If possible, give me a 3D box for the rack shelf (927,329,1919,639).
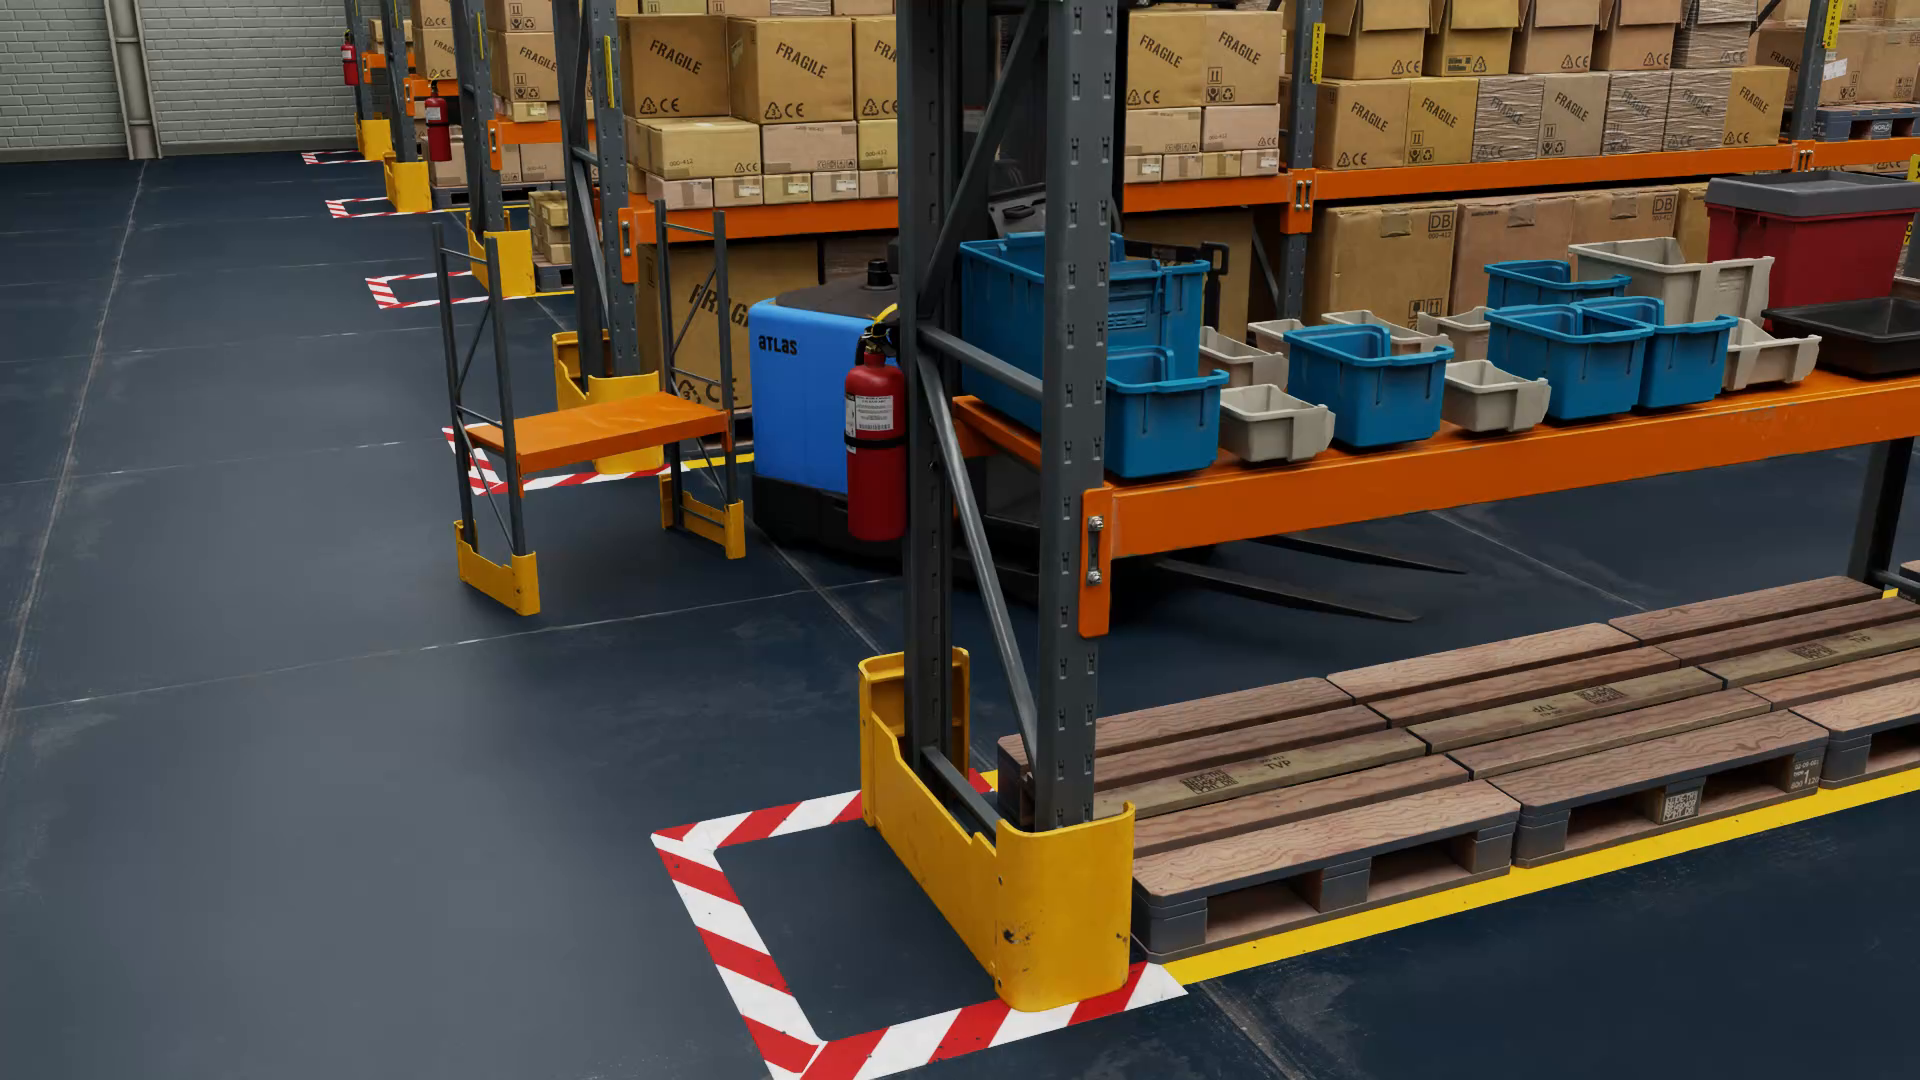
[{"bbox_3d":[1.920,-0.357,5.101,4.000,0.370,1.077,-8,21,-22],"label":"rack shelf"}]

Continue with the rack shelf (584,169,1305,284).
[{"bbox_3d":[-0.042,-1.867,9.391,4.000,0.370,1.077,-8,21,-22],"label":"rack shelf"}]

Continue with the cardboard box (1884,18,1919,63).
[{"bbox_3d":[10.122,-5.503,18.409,0.550,0.550,0.875,-8,21,-22],"label":"cardboard box"}]

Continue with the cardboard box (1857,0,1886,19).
[{"bbox_3d":[9.549,-5.984,18.150,0.550,0.550,0.875,-8,21,-22],"label":"cardboard box"}]

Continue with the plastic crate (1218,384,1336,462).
[{"bbox_3d":[0.768,-0.286,4.124,0.298,0.136,0.250,-8,21,-22],"label":"plastic crate"}]

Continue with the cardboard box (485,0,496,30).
[{"bbox_3d":[-3.429,-4.264,13.012,0.500,0.500,0.500,-9,21,-23],"label":"cardboard box"}]

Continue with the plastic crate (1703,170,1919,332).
[{"bbox_3d":[2.837,-0.977,5.592,0.583,0.464,0.402,-8,21,-22],"label":"plastic crate"}]

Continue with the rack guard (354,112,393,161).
[{"bbox_3d":[-7.703,-5.309,21.849,0.348,0.500,1.175,-8,21,-22],"label":"rack guard"}]

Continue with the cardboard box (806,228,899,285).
[{"bbox_3d":[-0.487,-1.367,9.456,0.875,0.875,0.875,-8,21,-22],"label":"cardboard box"}]

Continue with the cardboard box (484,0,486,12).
[{"bbox_3d":[-4.778,-5.530,17.056,0.500,0.500,0.500,-9,21,-23],"label":"cardboard box"}]

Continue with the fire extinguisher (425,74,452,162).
[{"bbox_3d":[-4.164,-3.364,13.238,0.183,0.674,0.296,-8,21,-22],"label":"fire extinguisher"}]

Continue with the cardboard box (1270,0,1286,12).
[{"bbox_3d":[3.951,-6.667,20.710,0.500,0.500,0.500,-7,21,-20],"label":"cardboard box"}]

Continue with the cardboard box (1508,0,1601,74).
[{"bbox_3d":[3.577,-3.250,10.574,0.637,0.503,0.797,-7,21,-20],"label":"cardboard box"}]

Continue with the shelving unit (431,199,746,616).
[{"bbox_3d":[-1.533,-0.592,6.946,1.083,1.500,0.587,-16,25,-39],"label":"shelving unit"}]

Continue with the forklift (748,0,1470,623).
[{"bbox_3d":[0.568,-1.252,6.665,3.031,2.935,1.130,13,23,32],"label":"forklift"}]

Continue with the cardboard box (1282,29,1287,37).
[{"bbox_3d":[2.855,-4.611,14.950,0.250,0.149,0.380,-7,21,-20],"label":"cardboard box"}]

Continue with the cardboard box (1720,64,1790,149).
[{"bbox_3d":[5.112,-2.902,11.098,0.500,0.500,0.500,-7,21,-20],"label":"cardboard box"}]

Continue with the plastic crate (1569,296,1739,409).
[{"bbox_3d":[1.925,-0.527,4.664,0.300,0.233,0.416,-8,21,-22],"label":"plastic crate"}]

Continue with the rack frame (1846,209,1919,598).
[{"bbox_3d":[3.756,-0.959,5.729,0.127,3.000,1.000,-8,21,-22],"label":"rack frame"}]

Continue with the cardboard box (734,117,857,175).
[{"bbox_3d":[-0.856,-2.064,8.645,0.500,0.250,0.500,-8,21,-23],"label":"cardboard box"}]

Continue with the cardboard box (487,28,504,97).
[{"bbox_3d":[-3.439,-3.794,13.183,0.500,0.500,0.500,-8,21,-21],"label":"cardboard box"}]

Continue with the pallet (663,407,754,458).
[{"bbox_3d":[-1.175,-0.757,9.354,1.213,0.211,1.003,-8,21,-22],"label":"pallet"}]

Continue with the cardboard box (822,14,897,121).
[{"bbox_3d":[-0.398,-2.483,8.707,0.500,0.500,0.500,-9,21,-23],"label":"cardboard box"}]

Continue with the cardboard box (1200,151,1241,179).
[{"bbox_3d":[1.408,-2.177,9.566,0.250,0.149,0.380,-8,21,-21],"label":"cardboard box"}]

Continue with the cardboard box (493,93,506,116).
[{"bbox_3d":[-3.563,-3.480,13.266,0.250,0.149,0.380,-8,21,-22],"label":"cardboard box"}]

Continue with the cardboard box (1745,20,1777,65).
[{"bbox_3d":[8.098,-5.250,17.690,0.550,0.550,0.875,-8,21,-22],"label":"cardboard box"}]

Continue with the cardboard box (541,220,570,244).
[{"bbox_3d":[-3.167,-2.453,13.186,0.250,0.149,0.380,-7,21,-20],"label":"cardboard box"}]

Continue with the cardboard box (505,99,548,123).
[{"bbox_3d":[-3.323,-3.293,12.737,0.250,0.149,0.380,-8,21,-22],"label":"cardboard box"}]

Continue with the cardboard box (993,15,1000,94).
[{"bbox_3d":[0.322,-2.775,9.537,0.500,0.500,0.500,-9,21,-24],"label":"cardboard box"}]

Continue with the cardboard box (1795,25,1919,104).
[{"bbox_3d":[6.420,-3.428,11.959,0.500,0.500,0.700,-5,20,-14],"label":"cardboard box"}]

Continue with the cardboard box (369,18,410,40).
[{"bbox_3d":[-7.456,-6.689,21.782,0.500,0.250,0.500,-8,21,-20],"label":"cardboard box"}]

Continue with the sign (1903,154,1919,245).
[{"bbox_3d":[3.540,-1.258,6.160,0.005,0.325,0.100,-8,21,-22],"label":"sign"}]

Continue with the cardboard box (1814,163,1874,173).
[{"bbox_3d":[9.538,-4.544,18.478,0.875,0.875,0.875,-9,21,-23],"label":"cardboard box"}]

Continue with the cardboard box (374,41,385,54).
[{"bbox_3d":[-7.363,-6.320,21.332,0.250,0.149,0.380,-8,21,-22],"label":"cardboard box"}]

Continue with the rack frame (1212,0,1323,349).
[{"bbox_3d":[1.795,-2.469,10.019,0.127,3.000,1.000,-8,21,-22],"label":"rack frame"}]

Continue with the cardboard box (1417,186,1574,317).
[{"bbox_3d":[3.194,-1.873,10.893,0.875,0.875,1.225,-9,21,-24],"label":"cardboard box"}]

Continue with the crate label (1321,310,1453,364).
[{"bbox_3d":[1.279,-0.577,4.951,0.243,0.136,0.396,-8,21,-22],"label":"crate label"}]

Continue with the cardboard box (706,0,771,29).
[{"bbox_3d":[-1.819,-4.304,13.126,0.500,0.500,0.500,-9,21,-24],"label":"cardboard box"}]

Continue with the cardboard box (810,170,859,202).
[{"bbox_3d":[-0.713,-1.873,8.705,0.250,0.149,0.380,-8,21,-23],"label":"cardboard box"}]

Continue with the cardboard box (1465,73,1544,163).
[{"bbox_3d":[3.237,-2.633,10.333,0.500,0.500,0.500,-9,21,-23],"label":"cardboard box"}]

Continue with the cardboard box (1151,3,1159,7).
[{"bbox_3d":[2.047,-6.392,19.928,0.500,0.500,0.500,-9,21,-23],"label":"cardboard box"}]

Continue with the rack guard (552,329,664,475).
[{"bbox_3d":[-1.900,-0.761,8.931,0.348,0.500,1.175,-8,21,-22],"label":"rack guard"}]

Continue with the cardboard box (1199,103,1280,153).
[{"bbox_3d":[1.493,-2.401,9.602,0.500,0.250,0.500,-9,21,-23],"label":"cardboard box"}]

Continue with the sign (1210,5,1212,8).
[{"bbox_3d":[1.571,-3.142,10.306,0.005,0.325,0.100,-8,21,-22],"label":"sign"}]

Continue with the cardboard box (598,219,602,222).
[{"bbox_3d":[-2.929,-2.641,13.272,0.250,0.149,0.380,-8,21,-21],"label":"cardboard box"}]

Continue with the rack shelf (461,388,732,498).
[{"bbox_3d":[-1.527,-0.425,7.011,1.000,0.185,0.538,-16,25,-39],"label":"rack shelf"}]

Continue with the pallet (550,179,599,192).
[{"bbox_3d":[-3.982,-3.938,18.389,1.213,0.211,1.003,-8,21,-22],"label":"pallet"}]

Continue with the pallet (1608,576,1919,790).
[{"bbox_3d":[3.097,0.465,5.884,1.213,0.211,1.003,-8,21,-22],"label":"pallet"}]
